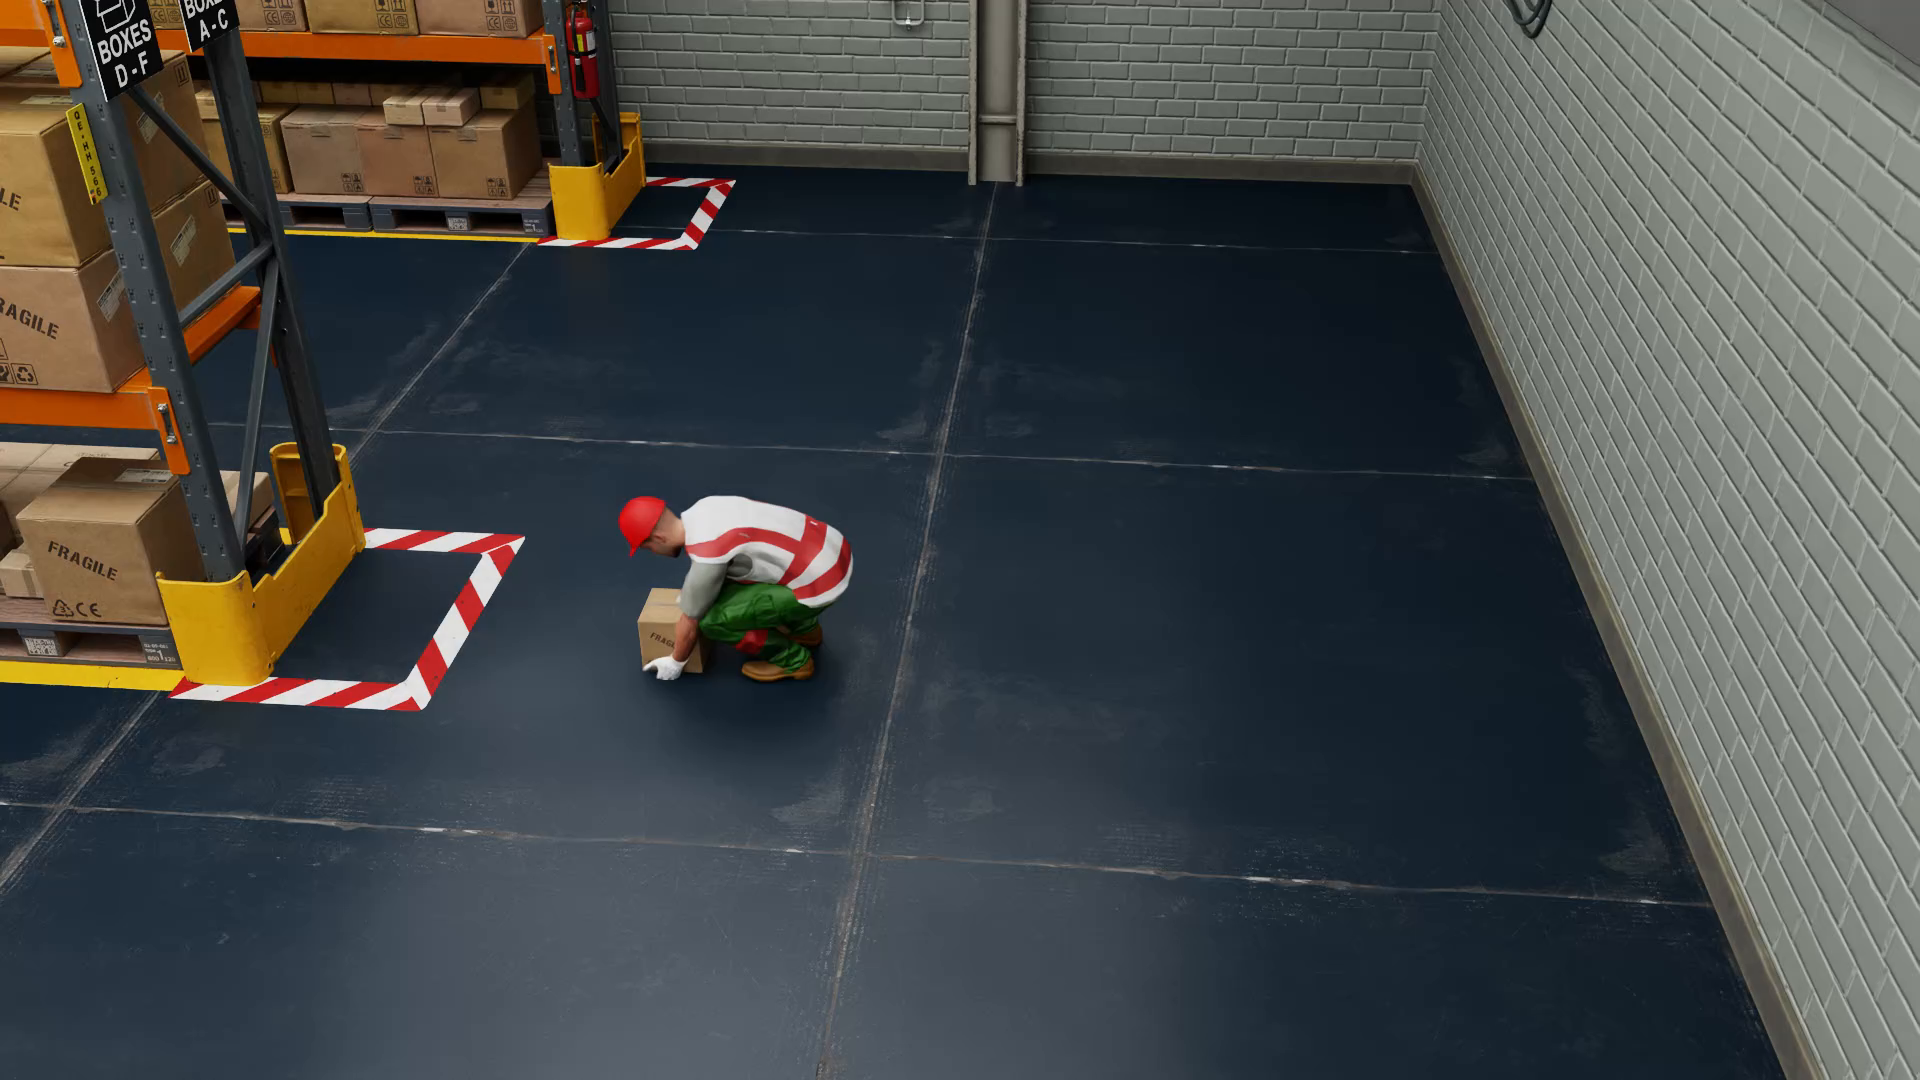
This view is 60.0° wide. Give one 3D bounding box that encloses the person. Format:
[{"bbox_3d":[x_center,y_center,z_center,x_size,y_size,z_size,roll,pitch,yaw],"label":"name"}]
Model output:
[{"bbox_3d":[-0.901,0.199,6.836,0.919,0.885,0.553,2,32,4],"label":"person"}]
